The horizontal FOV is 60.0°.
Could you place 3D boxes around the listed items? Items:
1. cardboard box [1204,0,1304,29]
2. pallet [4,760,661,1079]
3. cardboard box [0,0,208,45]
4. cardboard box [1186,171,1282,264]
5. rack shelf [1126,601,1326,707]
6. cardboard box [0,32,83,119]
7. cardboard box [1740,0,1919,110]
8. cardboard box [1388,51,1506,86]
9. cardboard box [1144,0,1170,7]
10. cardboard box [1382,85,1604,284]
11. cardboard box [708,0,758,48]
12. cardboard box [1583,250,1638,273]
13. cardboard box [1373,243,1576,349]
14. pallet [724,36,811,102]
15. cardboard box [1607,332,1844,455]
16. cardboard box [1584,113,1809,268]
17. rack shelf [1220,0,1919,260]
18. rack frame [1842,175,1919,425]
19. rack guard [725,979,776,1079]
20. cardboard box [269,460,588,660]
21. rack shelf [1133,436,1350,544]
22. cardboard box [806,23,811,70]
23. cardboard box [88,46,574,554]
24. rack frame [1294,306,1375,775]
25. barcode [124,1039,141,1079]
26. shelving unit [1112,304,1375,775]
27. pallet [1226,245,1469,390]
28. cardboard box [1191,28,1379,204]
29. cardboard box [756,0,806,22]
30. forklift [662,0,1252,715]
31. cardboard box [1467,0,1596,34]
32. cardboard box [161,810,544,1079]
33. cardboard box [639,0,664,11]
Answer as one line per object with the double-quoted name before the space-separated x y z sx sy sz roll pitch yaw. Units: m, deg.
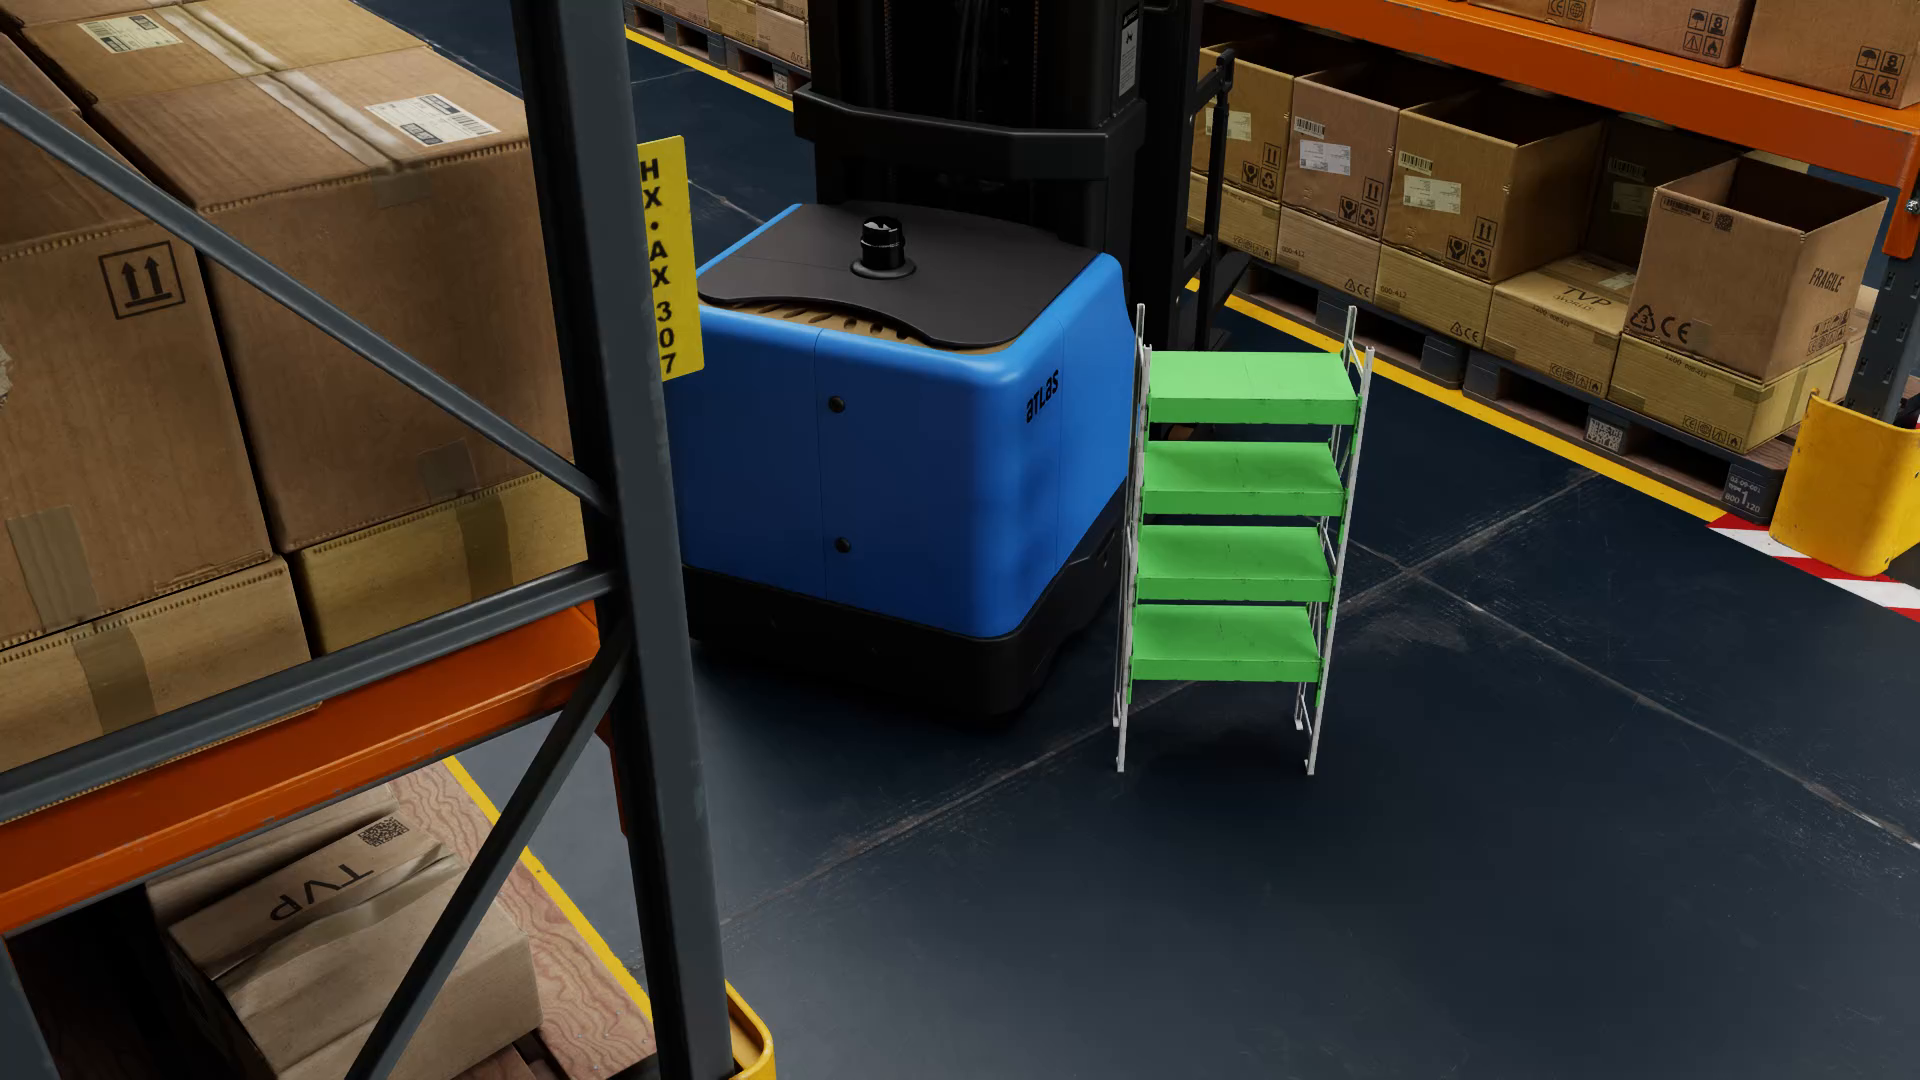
"cardboard box" 1.394 -2.080 7.252 0.500 0.500 0.500 -22 38 -31
"pallet" -1.336 0.989 3.458 1.003 0.211 1.213 -22 38 -31
"cardboard box" -1.481 -0.800 3.108 0.500 0.500 0.500 -24 39 -33
"cardboard box" 1.289 -1.384 6.844 0.500 0.250 0.500 -22 38 -31
"rack shelf" 0.660 0.287 4.227 0.480 0.148 0.258 1 32 1
"cardboard box" -1.577 -0.418 2.492 0.500 0.500 0.500 -22 38 -31
"cardboard box" 2.816 -1.659 4.984 0.700 0.500 0.500 -22 38 -31
"cardboard box" 2.021 -1.669 6.591 0.500 0.500 0.500 -22 38 -31
"cardboard box" 0.676 -2.120 7.317 0.500 0.500 0.500 -22 38 -31
"cardboard box" 1.903 -1.286 5.976 0.500 0.500 0.500 -22 38 -31
"cardboard box" -1.092 -3.026 9.486 0.500 0.250 0.500 -23 39 -33
"cardboard box" 2.629 -0.931 6.114 0.500 0.250 0.500 -22 38 -31
"cardboard box" 1.906 -0.969 6.175 0.500 0.250 0.500 -22 38 -31
"pallet" -0.596 -2.704 9.404 1.003 0.211 1.213 -22 38 -31
"cardboard box" 2.530 -0.557 5.511 0.500 0.250 0.500 -22 38 -31
"cardboard box" 2.631 -1.250 5.918 0.500 0.500 0.500 -22 38 -31
"rack shelf" 1.866 -1.946 6.222 1.077 0.370 4.000 -22 38 -31
"rack frame" 3.092 -1.418 4.690 1.000 3.000 0.127 -22 38 -31
"rack guard" -0.865 1.216 2.818 1.175 0.500 0.348 -22 38 -31
"cardboard box" -0.867 -0.065 2.635 0.500 0.250 0.500 -24 39 -33
"rack shelf" 0.660 -0.121 3.974 0.480 0.148 0.258 1 32 1
"cardboard box" -0.467 -2.599 8.800 0.500 0.250 0.500 -21 38 -30
"cardboard box" -0.874 -0.374 2.421 0.500 0.500 0.500 -22 38 -31
"rack frame" 0.904 0.032 4.062 0.015 1.200 0.240 1 32 1
"barcode" -1.499 0.942 3.013 0.001 0.075 0.075 -22 38 -31
"shelving unit" 0.660 0.028 4.067 0.503 1.200 0.258 1 32 1
"pallet" 1.846 -1.047 6.736 1.003 0.211 1.213 -22 38 -31
"cardboard box" 1.290 -1.703 6.646 0.500 0.500 0.500 -22 38 -31
"cardboard box" -0.769 -3.044 8.985 0.500 0.311 0.500 -23 38 -32
"forklift" 0.251 -1.547 4.962 1.130 2.935 3.031 13 34 20
"cardboard box" 2.190 -2.086 5.670 0.700 0.500 0.500 -22 38 -31
"cardboard box" -1.172 0.824 3.212 0.500 0.311 0.500 -27 41 -36
"cardboard box" -1.725 -3.449 10.169 0.500 0.250 0.500 -22 38 -32
